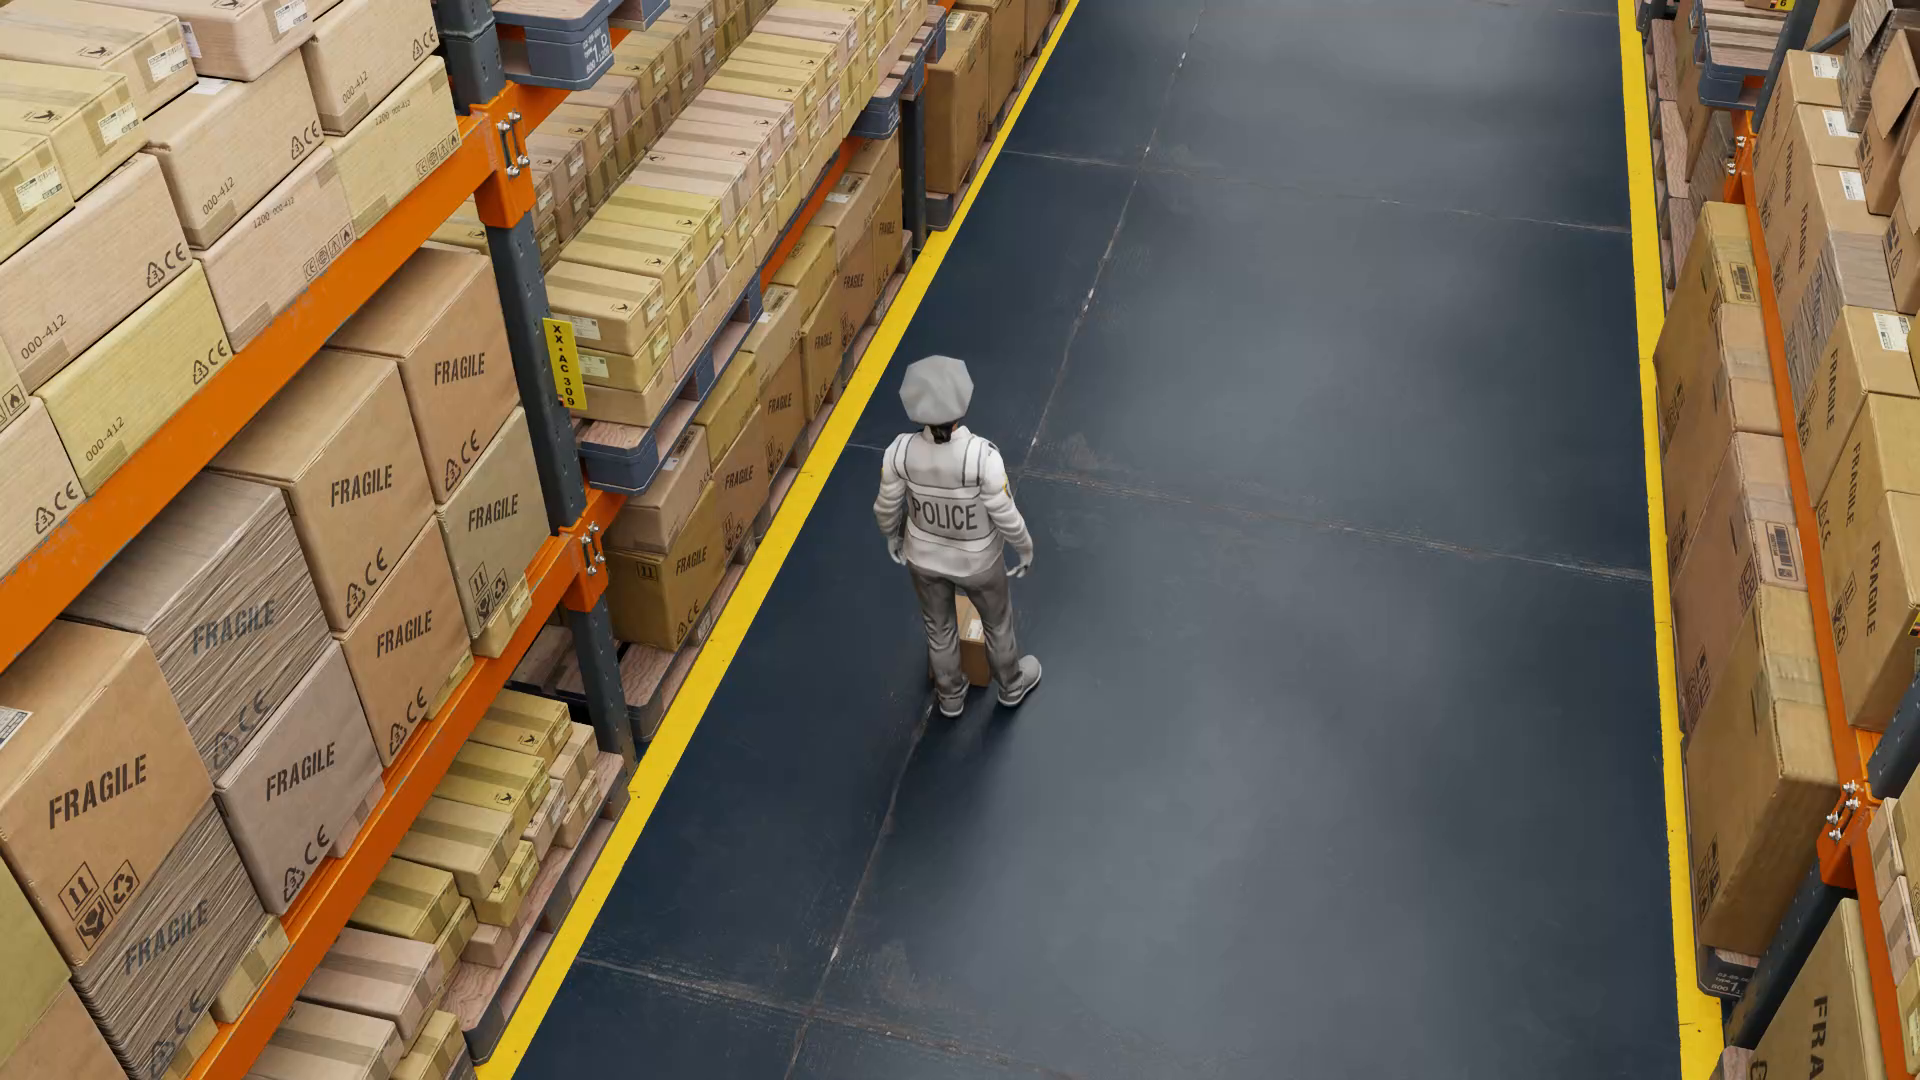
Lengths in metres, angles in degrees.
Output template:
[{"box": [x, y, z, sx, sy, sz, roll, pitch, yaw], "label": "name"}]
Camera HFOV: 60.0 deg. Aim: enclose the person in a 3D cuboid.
[{"box": [-0.002, -0.006, 6.127, 0.586, 1.694, 0.530, 10, 42, 11], "label": "person"}]
